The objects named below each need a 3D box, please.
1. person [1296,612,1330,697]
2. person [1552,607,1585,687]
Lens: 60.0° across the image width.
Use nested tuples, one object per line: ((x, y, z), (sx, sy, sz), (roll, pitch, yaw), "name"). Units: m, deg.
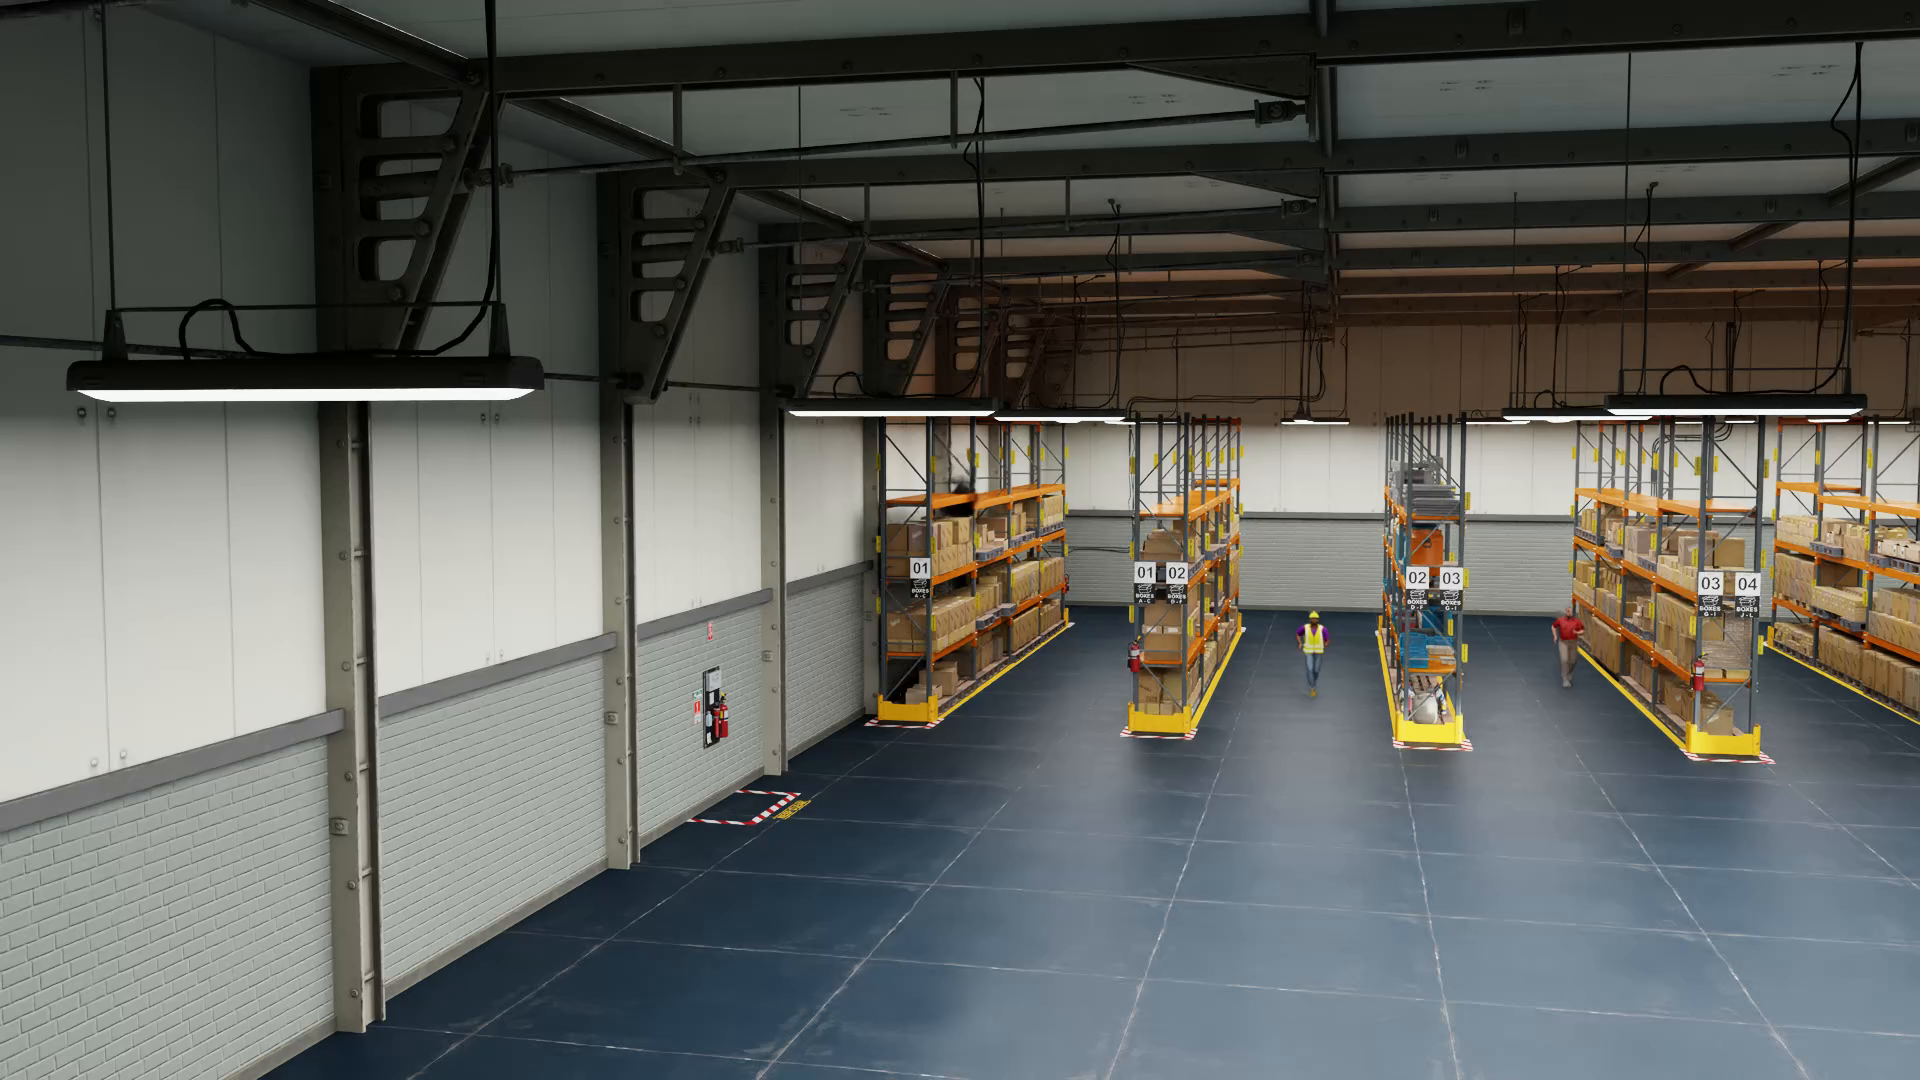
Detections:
((7.577, 2.429, 35.661), (0.700, 1.770, 0.968), (0, 4, 5), "person")
((13.521, 2.341, 36.943), (0.662, 1.716, 0.969), (1, 4, 11), "person")
